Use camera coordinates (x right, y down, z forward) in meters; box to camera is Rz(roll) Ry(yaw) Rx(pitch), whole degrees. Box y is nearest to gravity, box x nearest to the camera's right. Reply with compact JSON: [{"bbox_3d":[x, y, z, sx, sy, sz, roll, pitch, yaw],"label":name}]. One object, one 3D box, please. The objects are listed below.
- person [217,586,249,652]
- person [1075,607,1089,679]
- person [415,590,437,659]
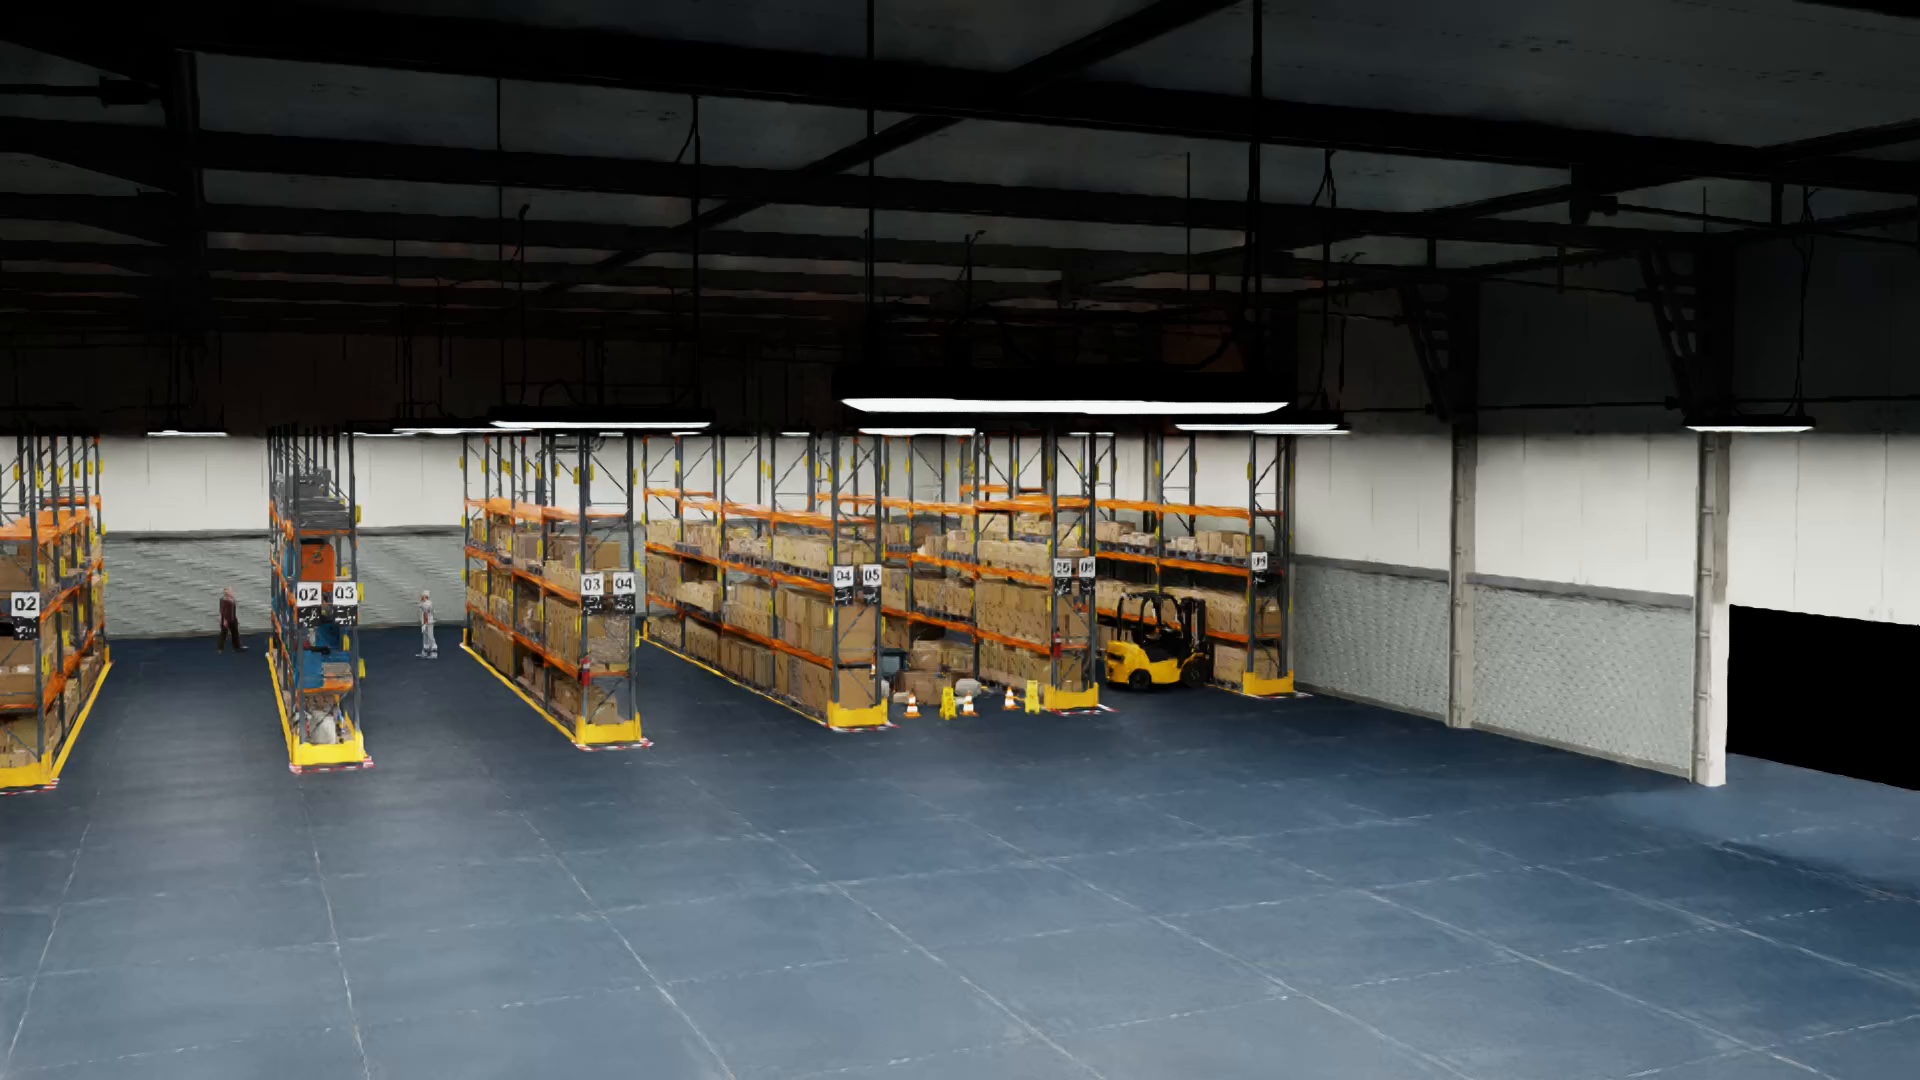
[{"bbox_3d":[-19.559,2.101,44.536,0.577,1.769,0.771,1,4,13],"label":"person"},{"bbox_3d":[2.900,2.447,39.490,0.589,1.723,0.462,3,4,36],"label":"person"},{"bbox_3d":[-13.839,2.184,43.078,0.579,1.785,0.679,-1,4,-13],"label":"person"}]
